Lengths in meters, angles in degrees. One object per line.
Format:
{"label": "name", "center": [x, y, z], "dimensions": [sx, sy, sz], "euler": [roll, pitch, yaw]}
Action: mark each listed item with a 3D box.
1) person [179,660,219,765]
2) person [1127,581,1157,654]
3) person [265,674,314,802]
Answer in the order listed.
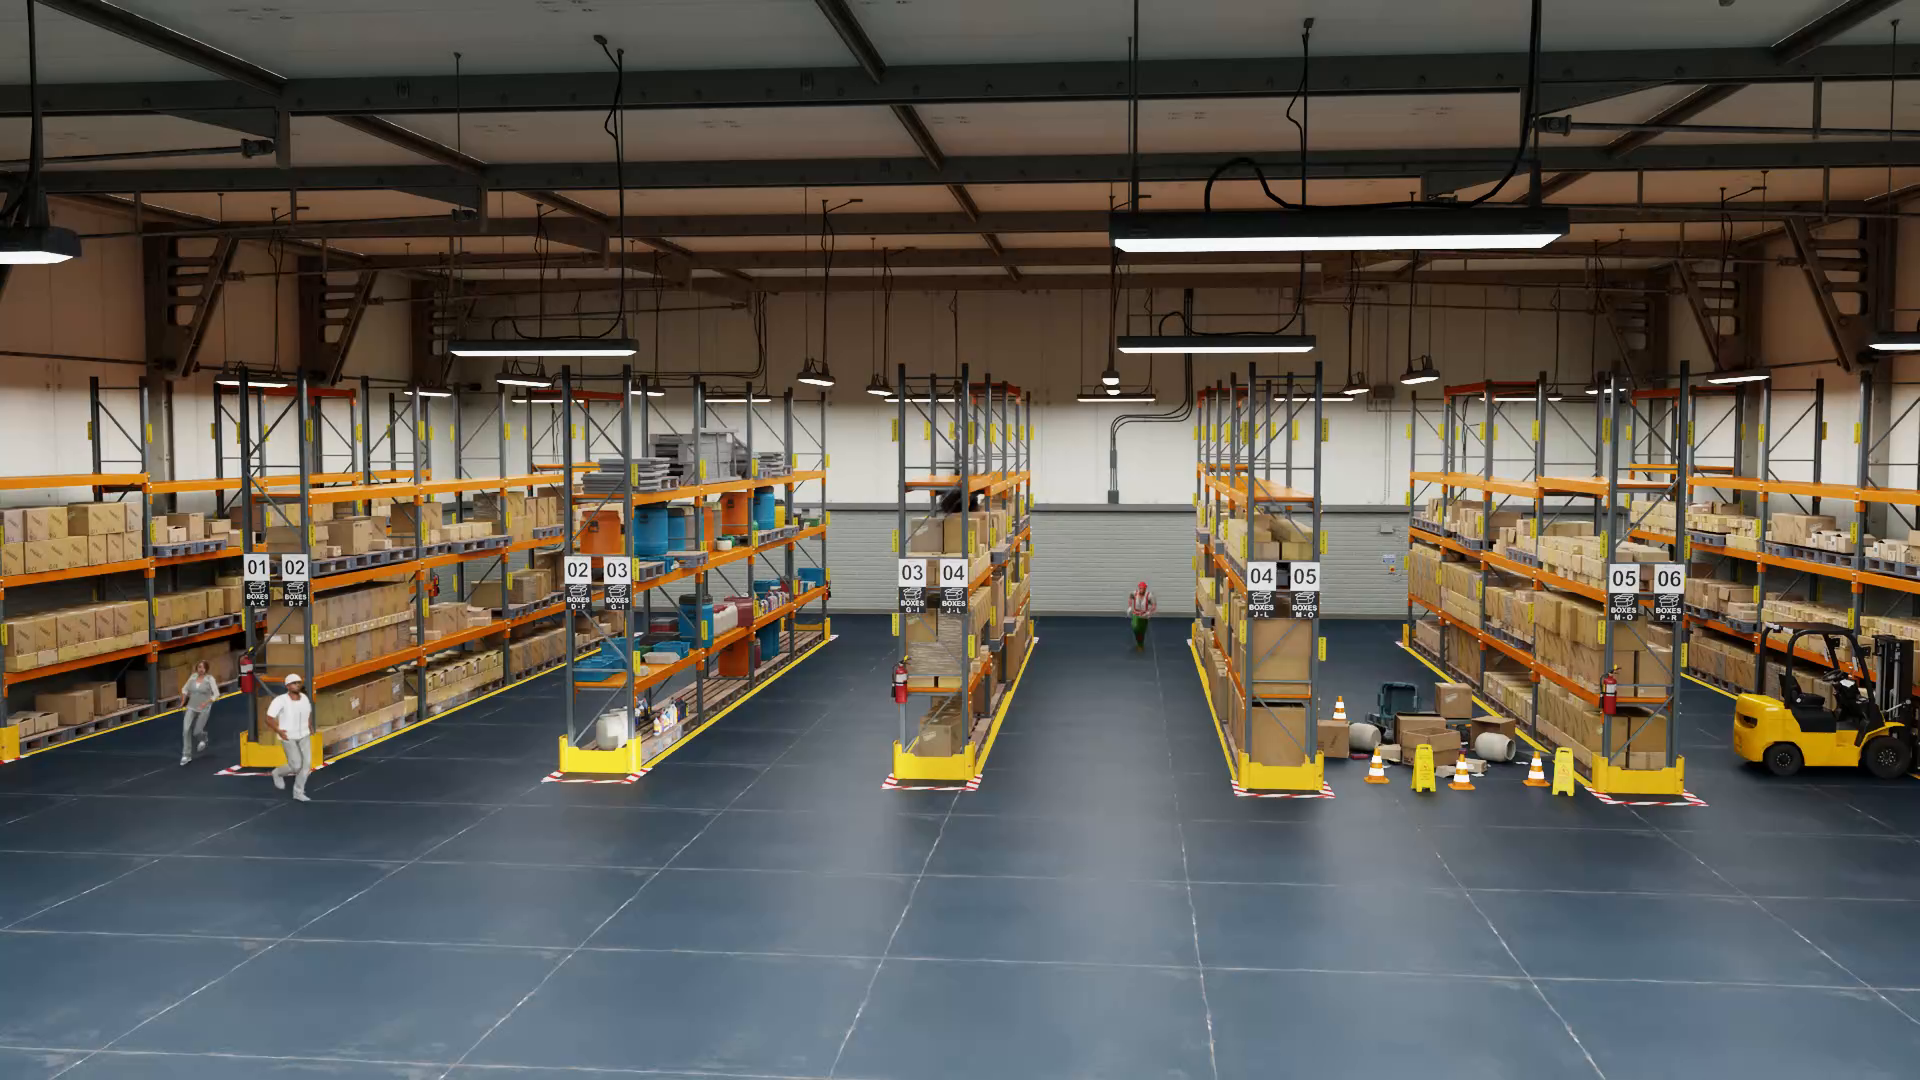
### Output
{"label": "person", "center": [-11.620, 2.606, 25.443], "dimensions": [0.578, 1.563, 0.722], "euler": [0, 4, -4]}
{"label": "person", "center": [4.182, 1.743, 38.110], "dimensions": [0.689, 1.658, 0.977], "euler": [1, 4, 14]}
{"label": "person", "center": [-9.133, 2.692, 22.739], "dimensions": [0.674, 1.735, 0.696], "euler": [2, 4, 33]}
